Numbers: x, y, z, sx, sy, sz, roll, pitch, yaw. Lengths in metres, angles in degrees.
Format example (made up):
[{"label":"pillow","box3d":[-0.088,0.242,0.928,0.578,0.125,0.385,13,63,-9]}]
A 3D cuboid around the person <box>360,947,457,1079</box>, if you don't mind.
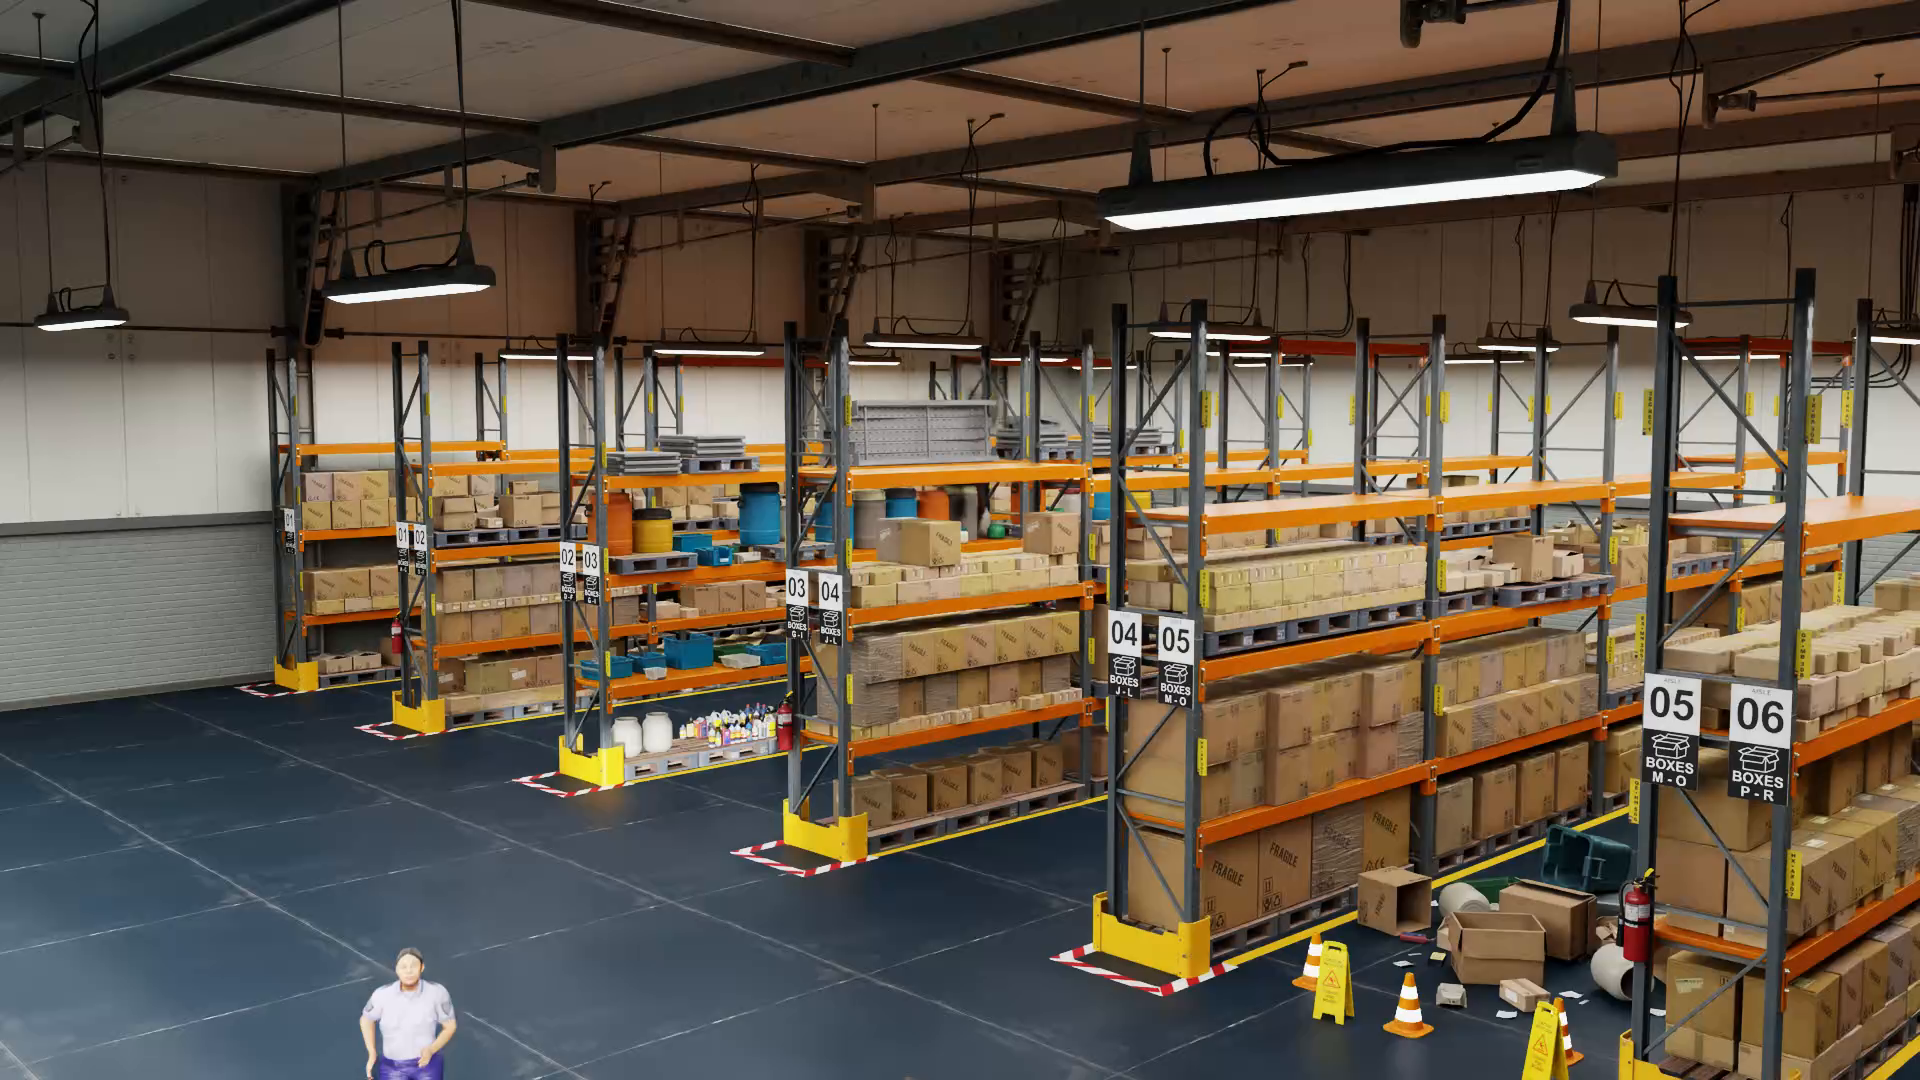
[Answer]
[{"label":"person","box3d":[-3.551,3.442,10.736,0.600,1.598,0.538,-2,5,-18]}]
